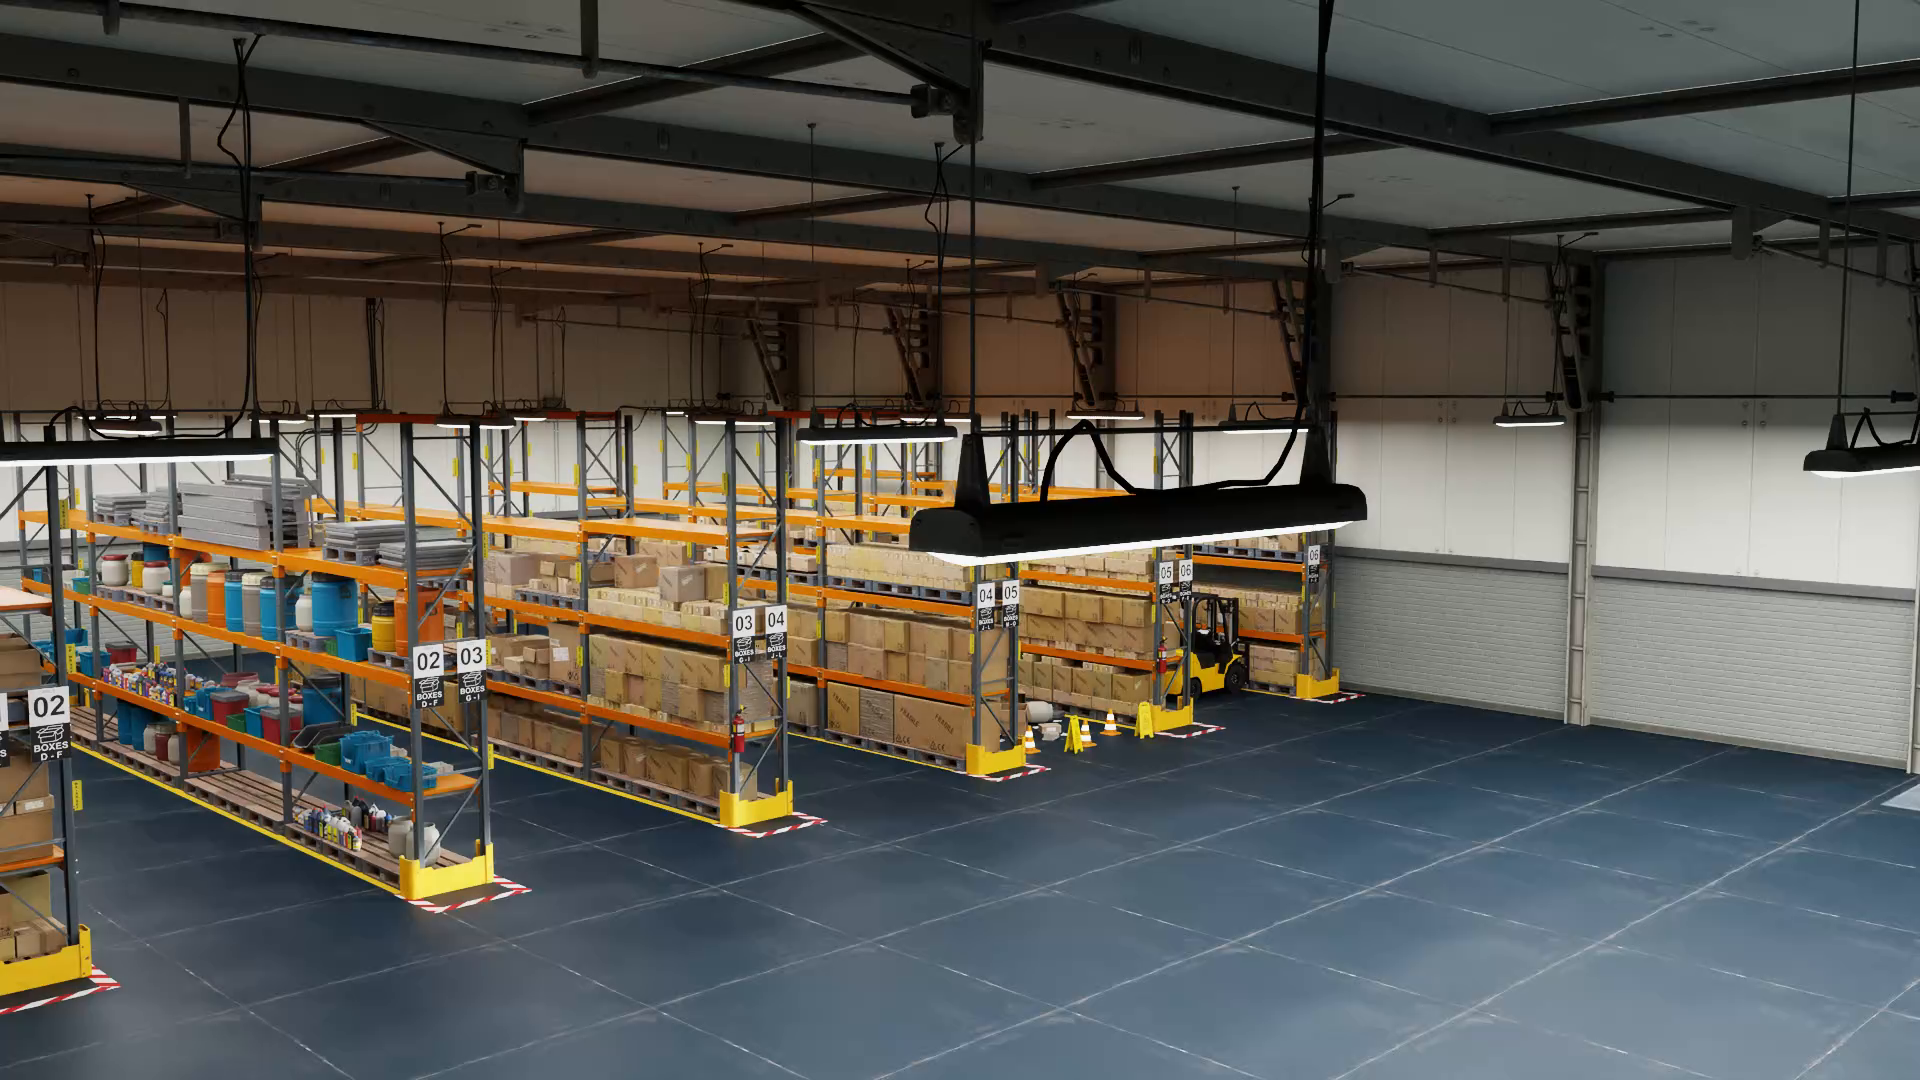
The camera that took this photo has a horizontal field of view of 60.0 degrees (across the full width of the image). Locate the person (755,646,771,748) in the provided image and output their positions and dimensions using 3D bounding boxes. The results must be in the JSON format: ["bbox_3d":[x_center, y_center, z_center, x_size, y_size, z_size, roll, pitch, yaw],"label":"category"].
[{"bbox_3d":[-3.742,2.803,30.167,0.897,1.819,0.671,3,6,33],"label":"person"}]

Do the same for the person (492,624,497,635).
[{"bbox_3d":[-9.576,2.544,34.089,0.563,1.652,0.576,3,6,32],"label":"person"}]
